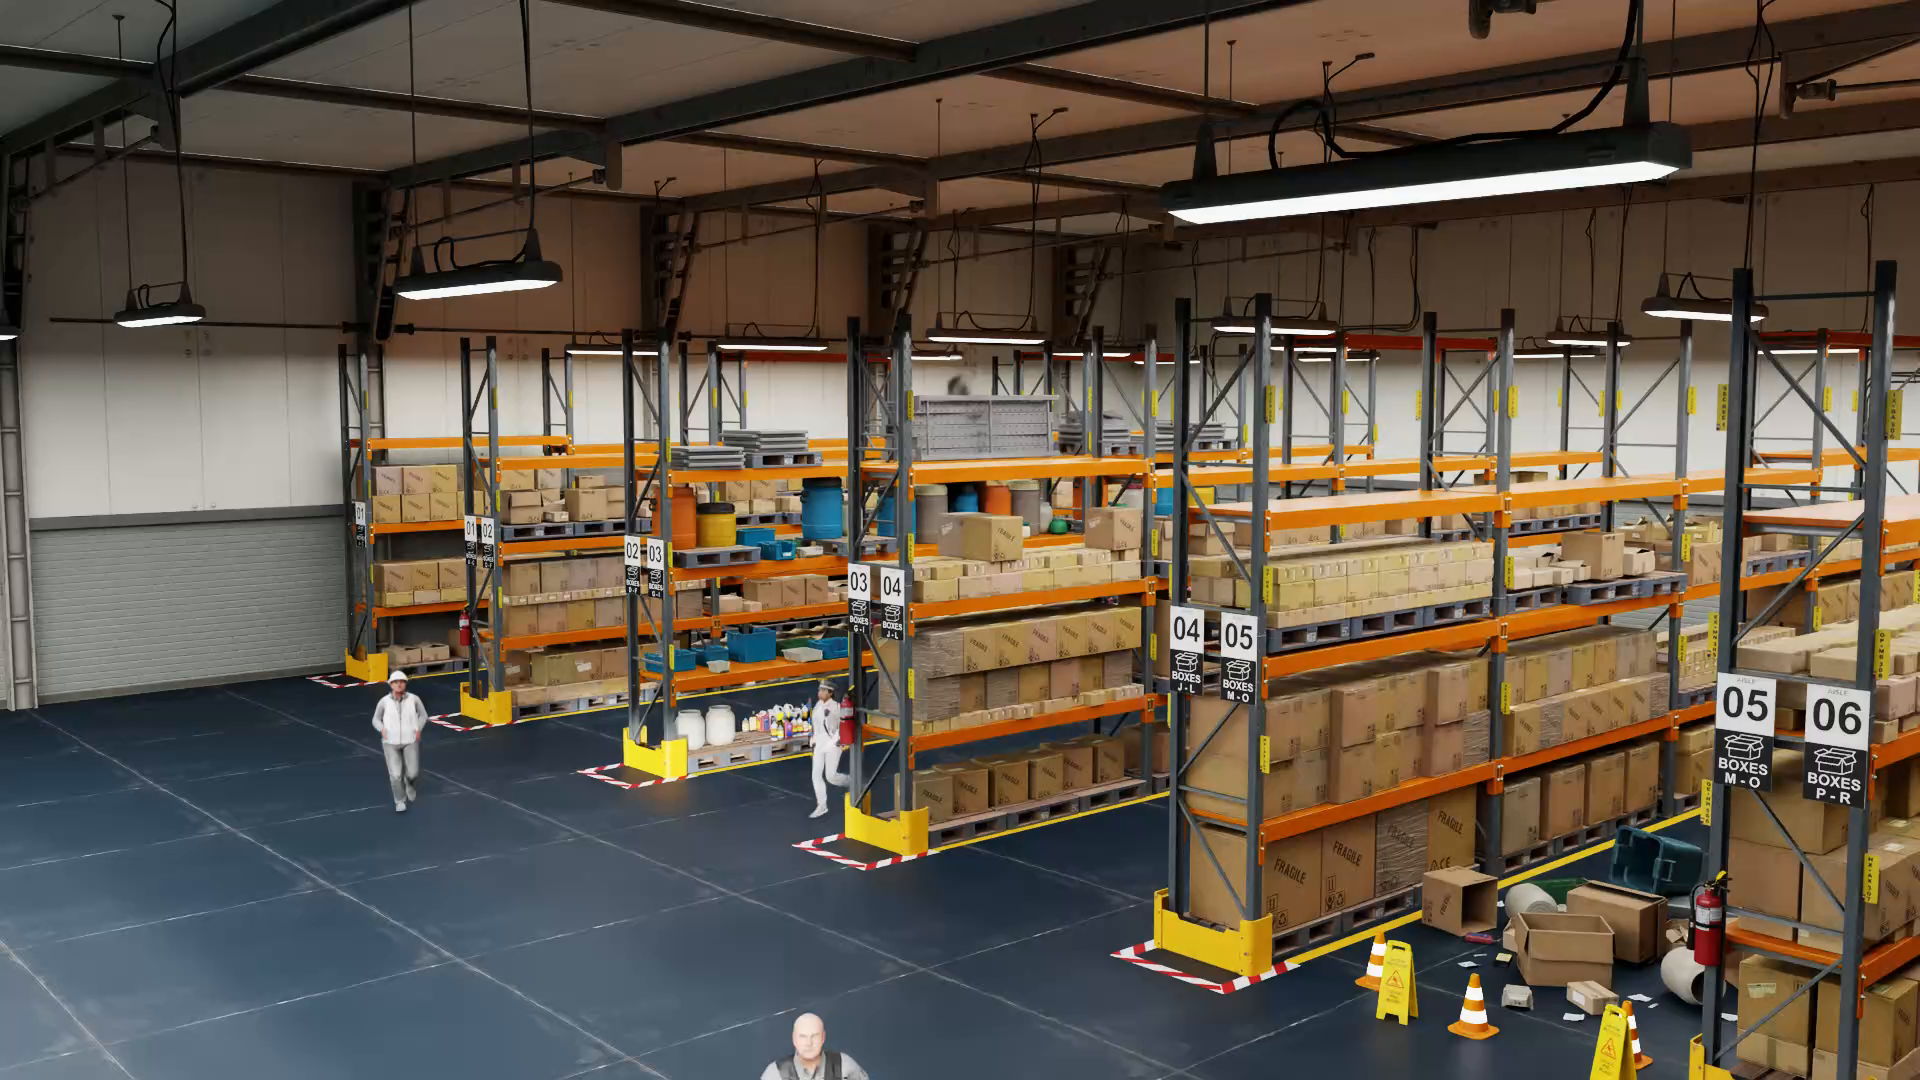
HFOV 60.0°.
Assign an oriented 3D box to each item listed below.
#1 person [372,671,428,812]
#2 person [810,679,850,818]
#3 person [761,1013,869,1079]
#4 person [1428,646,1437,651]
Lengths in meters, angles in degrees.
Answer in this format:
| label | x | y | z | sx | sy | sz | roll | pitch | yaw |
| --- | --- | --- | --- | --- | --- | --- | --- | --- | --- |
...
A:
| label | x | y | z | sx | sy | sz | roll | pitch | yaw |
| --- | --- | --- | --- | --- | --- | --- | --- | --- | --- |
| person | -6.882 | 2.473 | 20.462 | 0.655 | 1.722 | 0.603 | -2 | 5 | -21 |
| person | -1.609 | 2.518 | 20.433 | 0.523 | 1.695 | 0.771 | 5 | 7 | 43 |
| person | -0.828 | 3.464 | 9.194 | 0.674 | 1.750 | 0.893 | 0 | 5 | -5 |
| person | 6.545 | 2.179 | 23.236 | 0.898 | 1.805 | 0.635 | -5 | 7 | -42 |
